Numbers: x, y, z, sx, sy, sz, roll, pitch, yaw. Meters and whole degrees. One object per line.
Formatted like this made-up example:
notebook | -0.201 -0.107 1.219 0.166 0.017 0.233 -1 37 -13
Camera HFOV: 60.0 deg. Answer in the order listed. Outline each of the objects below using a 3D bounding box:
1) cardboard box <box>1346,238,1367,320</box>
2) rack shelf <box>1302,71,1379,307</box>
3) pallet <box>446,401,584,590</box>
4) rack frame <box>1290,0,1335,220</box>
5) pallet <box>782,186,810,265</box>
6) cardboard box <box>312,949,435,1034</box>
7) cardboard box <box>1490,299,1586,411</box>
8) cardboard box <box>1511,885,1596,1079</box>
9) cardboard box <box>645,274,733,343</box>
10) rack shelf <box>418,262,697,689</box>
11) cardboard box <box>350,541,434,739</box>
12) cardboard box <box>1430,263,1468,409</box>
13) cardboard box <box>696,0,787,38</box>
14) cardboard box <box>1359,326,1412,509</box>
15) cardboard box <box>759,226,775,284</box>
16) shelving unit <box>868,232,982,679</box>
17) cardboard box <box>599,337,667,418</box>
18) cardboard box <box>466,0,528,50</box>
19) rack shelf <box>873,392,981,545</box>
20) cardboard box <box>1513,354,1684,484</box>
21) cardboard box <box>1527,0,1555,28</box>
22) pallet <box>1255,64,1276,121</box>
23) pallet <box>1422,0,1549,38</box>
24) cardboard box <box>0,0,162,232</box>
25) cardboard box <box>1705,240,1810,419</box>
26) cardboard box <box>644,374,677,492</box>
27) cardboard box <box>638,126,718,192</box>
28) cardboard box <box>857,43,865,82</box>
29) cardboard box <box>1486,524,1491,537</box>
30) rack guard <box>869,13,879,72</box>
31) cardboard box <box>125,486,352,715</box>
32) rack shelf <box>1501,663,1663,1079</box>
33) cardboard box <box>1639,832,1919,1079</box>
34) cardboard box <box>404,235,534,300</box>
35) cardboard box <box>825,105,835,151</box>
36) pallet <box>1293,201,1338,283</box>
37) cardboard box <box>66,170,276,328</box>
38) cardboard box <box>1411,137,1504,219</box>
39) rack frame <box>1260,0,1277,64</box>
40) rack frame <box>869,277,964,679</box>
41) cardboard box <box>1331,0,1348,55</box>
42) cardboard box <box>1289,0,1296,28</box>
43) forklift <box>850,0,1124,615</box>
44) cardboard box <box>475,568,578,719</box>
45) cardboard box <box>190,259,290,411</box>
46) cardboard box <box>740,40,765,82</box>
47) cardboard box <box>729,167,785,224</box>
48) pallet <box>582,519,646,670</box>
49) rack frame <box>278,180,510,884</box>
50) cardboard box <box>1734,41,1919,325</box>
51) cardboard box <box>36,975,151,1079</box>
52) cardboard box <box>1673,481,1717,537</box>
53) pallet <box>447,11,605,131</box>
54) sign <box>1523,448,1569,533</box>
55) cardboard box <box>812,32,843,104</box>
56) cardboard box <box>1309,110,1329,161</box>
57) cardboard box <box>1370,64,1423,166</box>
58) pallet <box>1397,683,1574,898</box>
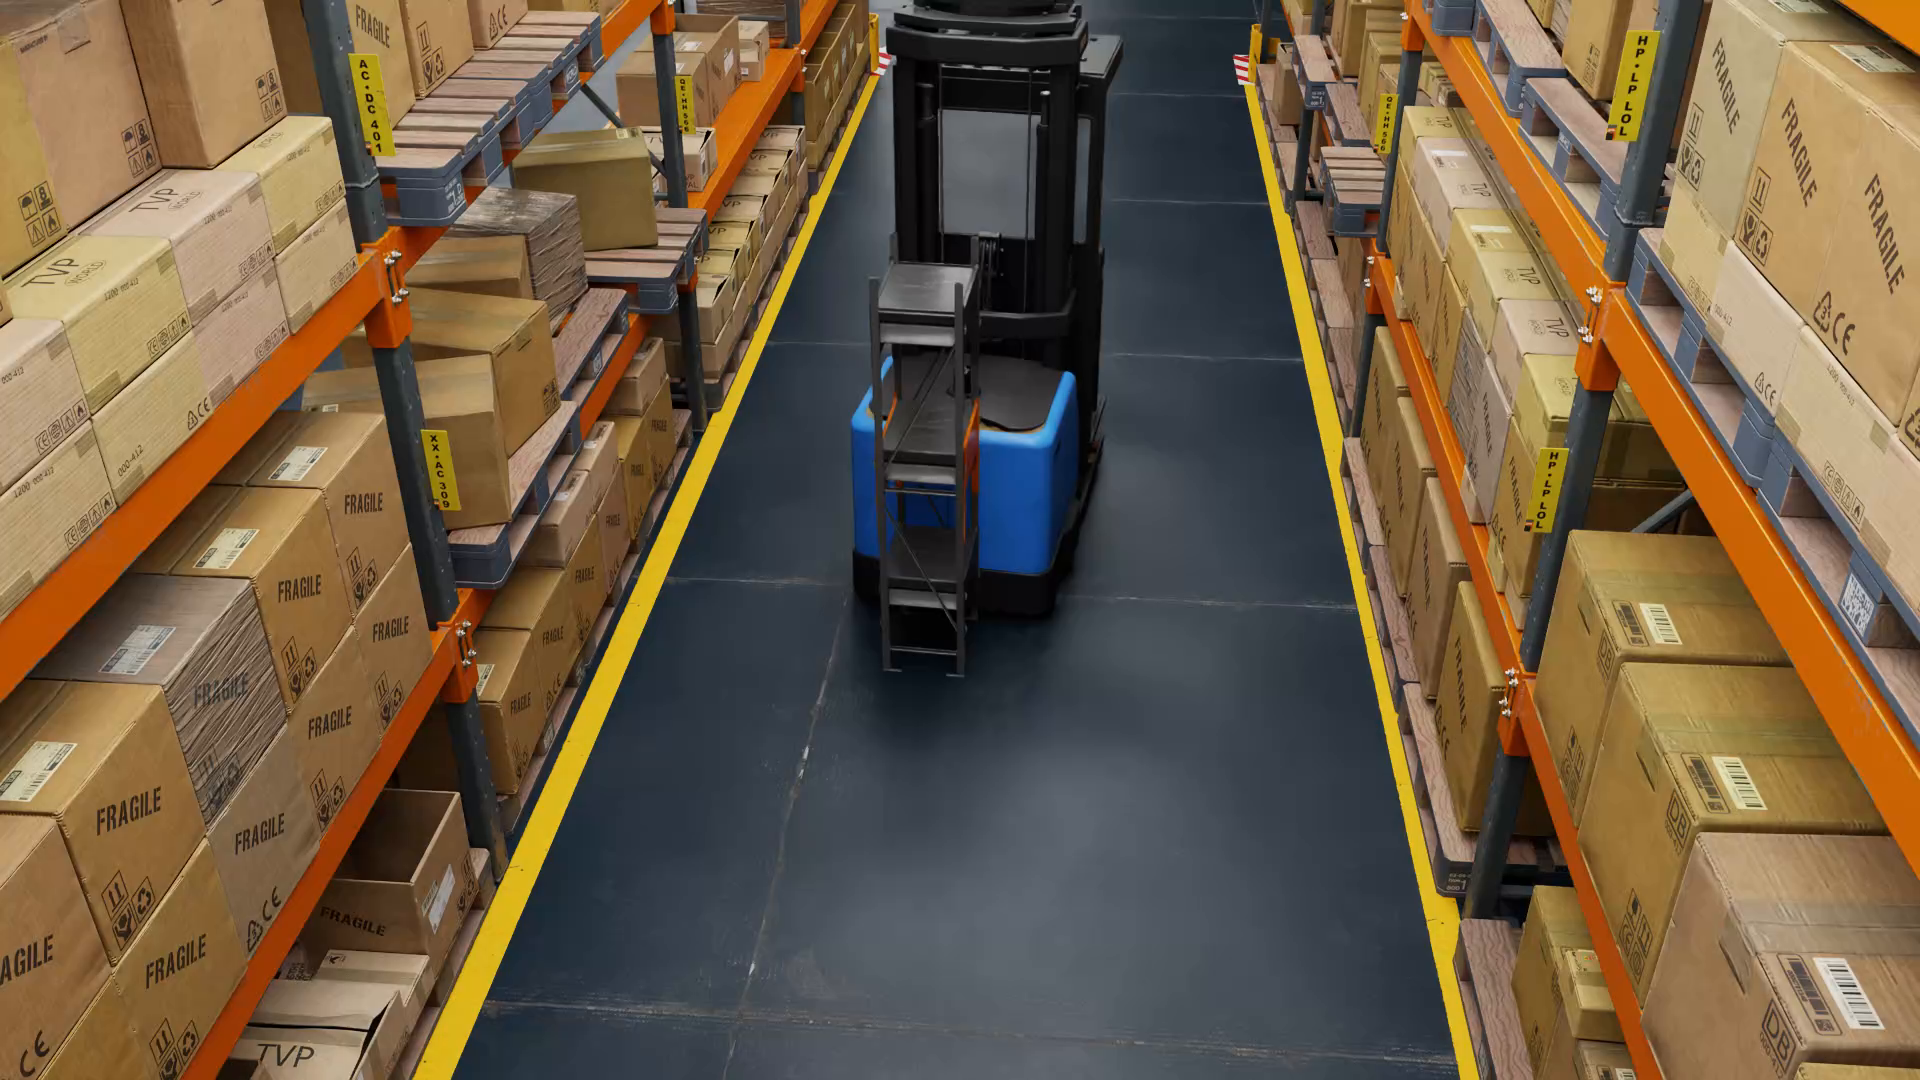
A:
cardboard box | 3.032 -1.808 11.288 0.700 0.500 0.500 2 32 4
rack shelf | 3.019 -2.520 11.166 1.077 0.370 4.000 2 32 4
pallet | -2.234 -0.230 6.948 1.003 0.211 1.213 2 32 4
rack frame | 3.181 -3.872 12.675 1.000 3.000 0.127 2 32 4
pallet | -1.777 -2.508 13.119 1.003 0.211 1.213 2 32 4
cardboard box | -2.142 1.636 6.034 0.380 0.149 0.250 2 32 4
cardboard box | 2.364 -0.708 6.428 0.500 0.250 0.500 3 32 5
cardboard box | 2.367 1.583 5.805 0.700 0.500 0.500 3 32 5
cardboard box | -1.746 -1.499 10.509 0.500 0.311 0.500 3 32 6
rack shelf | -2.245 -0.638 8.113 1.077 0.370 4.000 2 32 4
cardboard box | -2.192 0.331 5.759 0.500 0.500 0.500 3 32 5
cardboard box | 2.433 -0.910 7.470 0.500 0.500 0.500 3 32 5
cardboard box | -1.726 -4.357 13.366 0.700 0.500 0.500 2 32 3
cardboard box | 2.665 -0.666 9.120 0.750 0.750 0.750 2 32 3
cardboard box | -1.628 -2.063 11.959 0.500 0.250 0.500 3 32 5
shelving unit | -0.147 -0.350 7.803 0.431 2.100 0.503 4 34 7
cardboard box | -1.924 -0.904 9.107 0.500 0.250 0.500 4 32 6
cardboard box | -2.187 -2.398 6.831 0.600 0.600 0.600 1 32 2
rack shelf | -0.147 -0.339 7.811 0.431 0.518 0.480 4 34 7
cardboard box | 2.313 -0.441 5.994 0.500 0.250 0.500 3 32 5
cardboard box | 2.825 -2.464 7.015 0.700 0.500 0.500 4 32 7
pallet | 3.399 -4.314 16.049 1.003 0.211 1.213 2 32 4
pallet | 2.856 -2.638 7.993 1.213 0.211 1.003 4 32 6
cardboard box | -2.591 -1.133 4.322 0.700 0.500 0.500 2 32 4
cardboard box | 2.155 -0.508 4.003 0.500 0.250 0.500 2 32 3
cardboard box | -1.924 -0.615 9.351 0.500 0.500 0.500 4 32 6
cardboard box | -1.816 -2.412 10.390 0.500 0.311 0.500 2 32 3
cardboard box | -1.208 -4.627 16.119 0.500 0.250 0.500 2 32 4
cardboard box | 2.338 -0.046 6.686 0.380 0.149 0.250 3 32 6
rack guard | -1.429 -5.122 17.085 1.175 0.500 0.348 2 32 4
cardboard box | -2.230 0.176 5.056 0.500 0.500 0.500 2 32 3
rack shelf | 2.367 1.663 4.378 1.077 0.370 4.000 2 32 4
cardboard box | 2.355 1.228 4.112 0.980 0.700 0.700 1 32 2
cardboard box | -2.325 -1.047 7.594 0.700 0.500 0.500 -5 32 -9
cardboard box | -1.370 -3.581 14.422 0.500 0.250 0.500 2 32 4
pallet | 3.119 -2.278 12.746 1.003 0.211 1.213 2 32 4
cardboard box | -2.221 -0.798 4.493 0.500 0.250 0.500 2 32 4
cardboard box | 2.519 -1.770 8.151 0.500 0.250 0.500 2 32 3
rack frame | 3.507 -5.964 16.069 1.000 3.000 0.127 2 32 4
rack frame | -0.182 -0.218 7.602 0.400 2.100 0.015 4 34 7
cardboard box | 3.106 -3.838 12.104 0.700 0.500 0.500 3 32 4
cardboard box | 2.967 -4.338 13.554 0.500 0.250 0.500 3 32 4
forklift | 0.250 -1.627 9.096 1.130 2.935 3.031 6 32 10
cardboard box | -2.093 0.456 7.614 0.500 0.500 0.500 3 32 5
cardboard box | -2.233 -0.585 4.625 0.500 0.250 0.500 2 32 4
cardboard box | -1.645 -3.557 12.291 0.396 0.266 0.258 2 32 3
cardboard box | -1.583 -2.572 12.250 0.500 0.311 0.500 2 32 4
pallet | -2.282 0.222 8.689 1.003 0.211 1.213 2 32 4
rack frame | -2.407 0.101 6.227 1.000 3.000 0.127 2 32 4
cardboard box | 2.157 -0.813 3.784 0.500 0.500 0.500 2 32 3
cardboard box | -2.354 1.397 4.029 0.500 0.500 0.500 2 32 4
cardboard box | 2.819 -0.097 6.150 0.500 0.500 0.500 1 32 2
pallet | -2.203 -1.976 6.918 1.213 0.211 1.003 2 32 4
sign | 1.988 -0.167 5.633 0.100 0.325 0.005 2 32 4
cardboard box | -1.325 -4.162 14.650 0.500 0.500 0.500 2 32 4
cardboard box | 3.226 -3.540 14.098 0.500 0.500 0.500 0 32 0
cardboard box | 2.902 -2.550 10.015 0.700 0.500 0.500 0 32 -1
pallet | 2.518 1.091 7.278 1.003 0.211 1.213 2 32 4
